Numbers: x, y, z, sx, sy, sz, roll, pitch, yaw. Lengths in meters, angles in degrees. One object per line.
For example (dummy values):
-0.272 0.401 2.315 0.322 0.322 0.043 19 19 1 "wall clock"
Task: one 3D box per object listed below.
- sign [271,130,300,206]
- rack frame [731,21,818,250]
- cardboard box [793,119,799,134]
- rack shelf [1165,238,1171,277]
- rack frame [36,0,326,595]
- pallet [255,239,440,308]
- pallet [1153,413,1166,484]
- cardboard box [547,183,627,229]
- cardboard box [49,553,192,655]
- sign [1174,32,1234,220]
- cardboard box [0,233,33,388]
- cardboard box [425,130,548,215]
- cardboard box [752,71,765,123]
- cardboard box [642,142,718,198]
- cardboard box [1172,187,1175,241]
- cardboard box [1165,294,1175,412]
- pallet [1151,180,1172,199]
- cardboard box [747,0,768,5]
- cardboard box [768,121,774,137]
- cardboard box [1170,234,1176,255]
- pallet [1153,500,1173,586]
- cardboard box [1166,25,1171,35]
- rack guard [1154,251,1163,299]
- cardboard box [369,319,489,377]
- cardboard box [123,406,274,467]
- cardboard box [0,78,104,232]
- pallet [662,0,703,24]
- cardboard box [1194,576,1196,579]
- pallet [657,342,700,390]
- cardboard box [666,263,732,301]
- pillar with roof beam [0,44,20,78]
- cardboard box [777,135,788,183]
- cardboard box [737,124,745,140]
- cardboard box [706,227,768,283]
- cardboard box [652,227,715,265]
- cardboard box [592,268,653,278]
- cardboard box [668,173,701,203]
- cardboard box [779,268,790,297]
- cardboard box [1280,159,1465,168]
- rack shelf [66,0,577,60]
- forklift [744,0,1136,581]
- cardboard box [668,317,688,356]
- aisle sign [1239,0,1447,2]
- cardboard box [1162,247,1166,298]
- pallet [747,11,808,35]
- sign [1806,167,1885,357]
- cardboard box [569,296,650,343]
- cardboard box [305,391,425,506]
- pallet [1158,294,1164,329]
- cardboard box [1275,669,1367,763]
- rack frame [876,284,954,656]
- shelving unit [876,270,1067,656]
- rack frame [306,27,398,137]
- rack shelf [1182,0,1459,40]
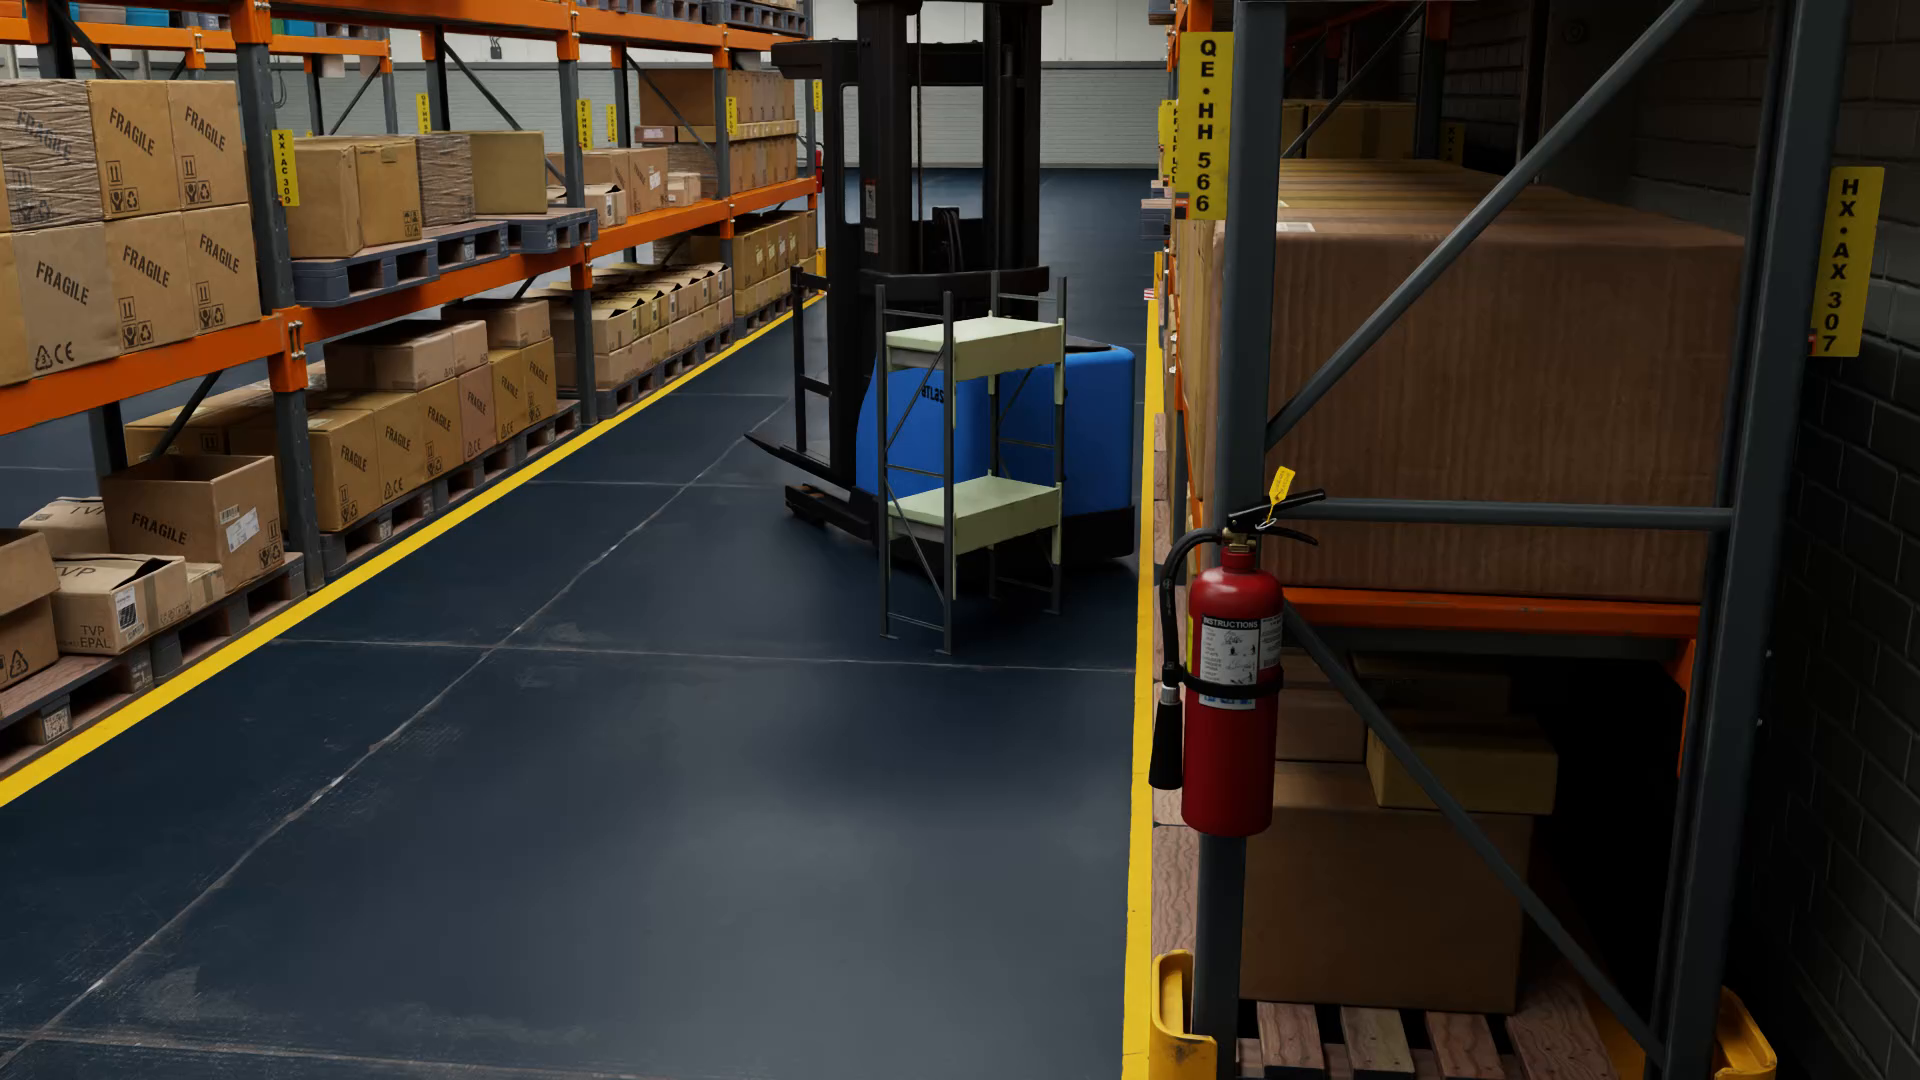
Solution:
-2.956 -1.628 7.279 0.100 0.325 0.005 2 15 6 "sign"
-2.142 -4.337 18.954 1.000 3.000 0.127 2 15 6 "rack frame"
-1.996 -4.593 18.469 0.380 0.149 0.250 1 15 5 "cardboard box"
2.104 -2.288 12.757 1.077 0.370 4.000 2 15 6 "rack shelf"
-3.496 -1.224 7.444 1.000 3.000 0.127 2 15 6 "rack frame"
-3.297 -1.336 8.223 1.003 0.211 1.213 2 15 6 "pallet"
1.714 -0.569 10.360 1.003 0.211 1.213 2 15 6 "pallet"
-2.751 -2.445 12.129 0.500 0.311 0.500 2 15 6 "cardboard box"
-3.363 0.212 6.440 0.500 0.311 0.500 2 15 6 "cardboard box"
0.438 -0.735 2.961 0.100 0.325 0.005 2 15 6 "sign"
-3.465 -0.736 5.447 0.500 0.500 0.500 2 15 7 "cardboard box"
-3.004 -2.346 10.596 0.700 0.500 0.500 -3 16 -13 "cardboard box"
-2.380 -4.480 16.805 0.700 0.500 0.500 2 15 6 "cardboard box"
-2.549 -3.463 15.530 0.700 0.500 0.500 1 15 5 "cardboard box"
1.443 -1.936 9.275 0.500 0.500 0.500 2 15 6 "cardboard box"
1.665 -1.095 10.279 0.750 0.750 0.750 1 15 6 "cardboard box"
2.098 -2.868 13.889 1.003 0.211 1.213 2 15 6 "pallet"
-2.282 -5.491 16.205 0.797 0.503 0.637 3 16 12 "cardboard box"
-2.140 -4.258 17.227 0.380 0.149 0.250 2 15 8 "cardboard box"
1.459 -1.795 9.997 0.380 0.149 0.250 2 15 8 "cardboard box"
1.439 0.064 8.020 1.003 0.211 1.213 2 15 6 "pallet"
2.344 -5.345 16.707 0.500 0.500 0.500 2 15 9 "cardboard box"
2.772 -2.965 18.671 1.175 0.500 0.348 2 15 6 "rack guard"
-3.030 -1.100 9.492 0.500 0.250 0.500 1 15 5 "cardboard box"
-3.725 -0.367 8.217 0.500 0.500 0.500 2 15 6 "cardboard box"
-3.408 -1.353 5.812 0.500 0.500 0.500 2 15 7 "cardboard box"
-2.680 -4.426 13.903 0.805 0.209 1.217 1 15 4 "pallet"
1.120 0.379 5.499 0.700 0.500 0.500 2 15 8 "cardboard box"
-2.773 -1.444 13.597 1.003 0.211 1.213 2 15 6 "pallet"
-2.354 -2.332 14.928 0.500 0.311 0.500 2 15 6 "cardboard box"
-20.752 -13.906 42.851 9.100 9.000 0.400 2 15 6 "pillar with roof beam"
-2.262 -4.128 17.990 0.700 0.500 0.500 2 15 8 "cardboard box"
-2.287 -3.925 15.996 0.380 0.149 0.250 2 15 6 "cardboard box"
-2.181 -2.778 16.214 0.500 0.500 0.500 2 15 6 "cardboard box"
-2.690 -2.793 16.270 0.500 0.500 0.500 2 15 6 "cardboard box"
-2.949 -2.216 14.499 0.500 0.311 0.500 2 15 6 "cardboard box"
-2.605 -3.098 14.660 0.500 0.250 0.500 3 15 10 "cardboard box"
-2.066 -2.675 17.271 0.500 0.250 0.500 2 15 6 "cardboard box"
1.349 -1.084 6.350 0.980 0.700 0.700 2 15 7 "cardboard box"
-3.270 -2.844 9.064 1.077 0.370 4.000 2 15 6 "rack shelf"
-0.305 -1.557 8.806 1.130 2.935 3.031 -8 17 -28 "forklift"
-2.527 -1.663 13.528 0.500 0.250 0.500 2 15 7 "cardboard box"
0.669 -1.287 2.695 0.394 0.787 0.004 2 15 6 "aisle sign"
2.416 -2.684 16.788 0.700 0.500 0.500 1 15 3 "cardboard box"
-2.247 -5.559 17.898 1.003 0.211 1.213 2 15 6 "pallet"
1.526 -0.480 2.881 0.100 0.325 0.005 2 15 6 "sign"
-2.643 -1.672 12.486 0.500 0.311 0.500 1 15 5 "cardboard box"
-3.150 -0.487 8.663 0.500 0.500 0.500 2 15 7 "cardboard box"
2.505 -2.301 16.766 1.003 0.211 1.213 2 15 6 "pallet"
0.788 0.426 4.083 0.380 0.149 0.250 2 15 6 "cardboard box"
-0.184 -0.278 6.818 0.400 1.500 0.023 13 20 39 "rack frame"
0.055 -0.351 7.086 0.431 1.500 0.755 13 20 39 "shelving unit"
-7.063 -4.484 19.497 1.000 3.000 0.127 2 15 6 "rack frame"
1.201 -1.661 4.692 1.077 0.370 4.000 2 15 6 "rack shelf"
